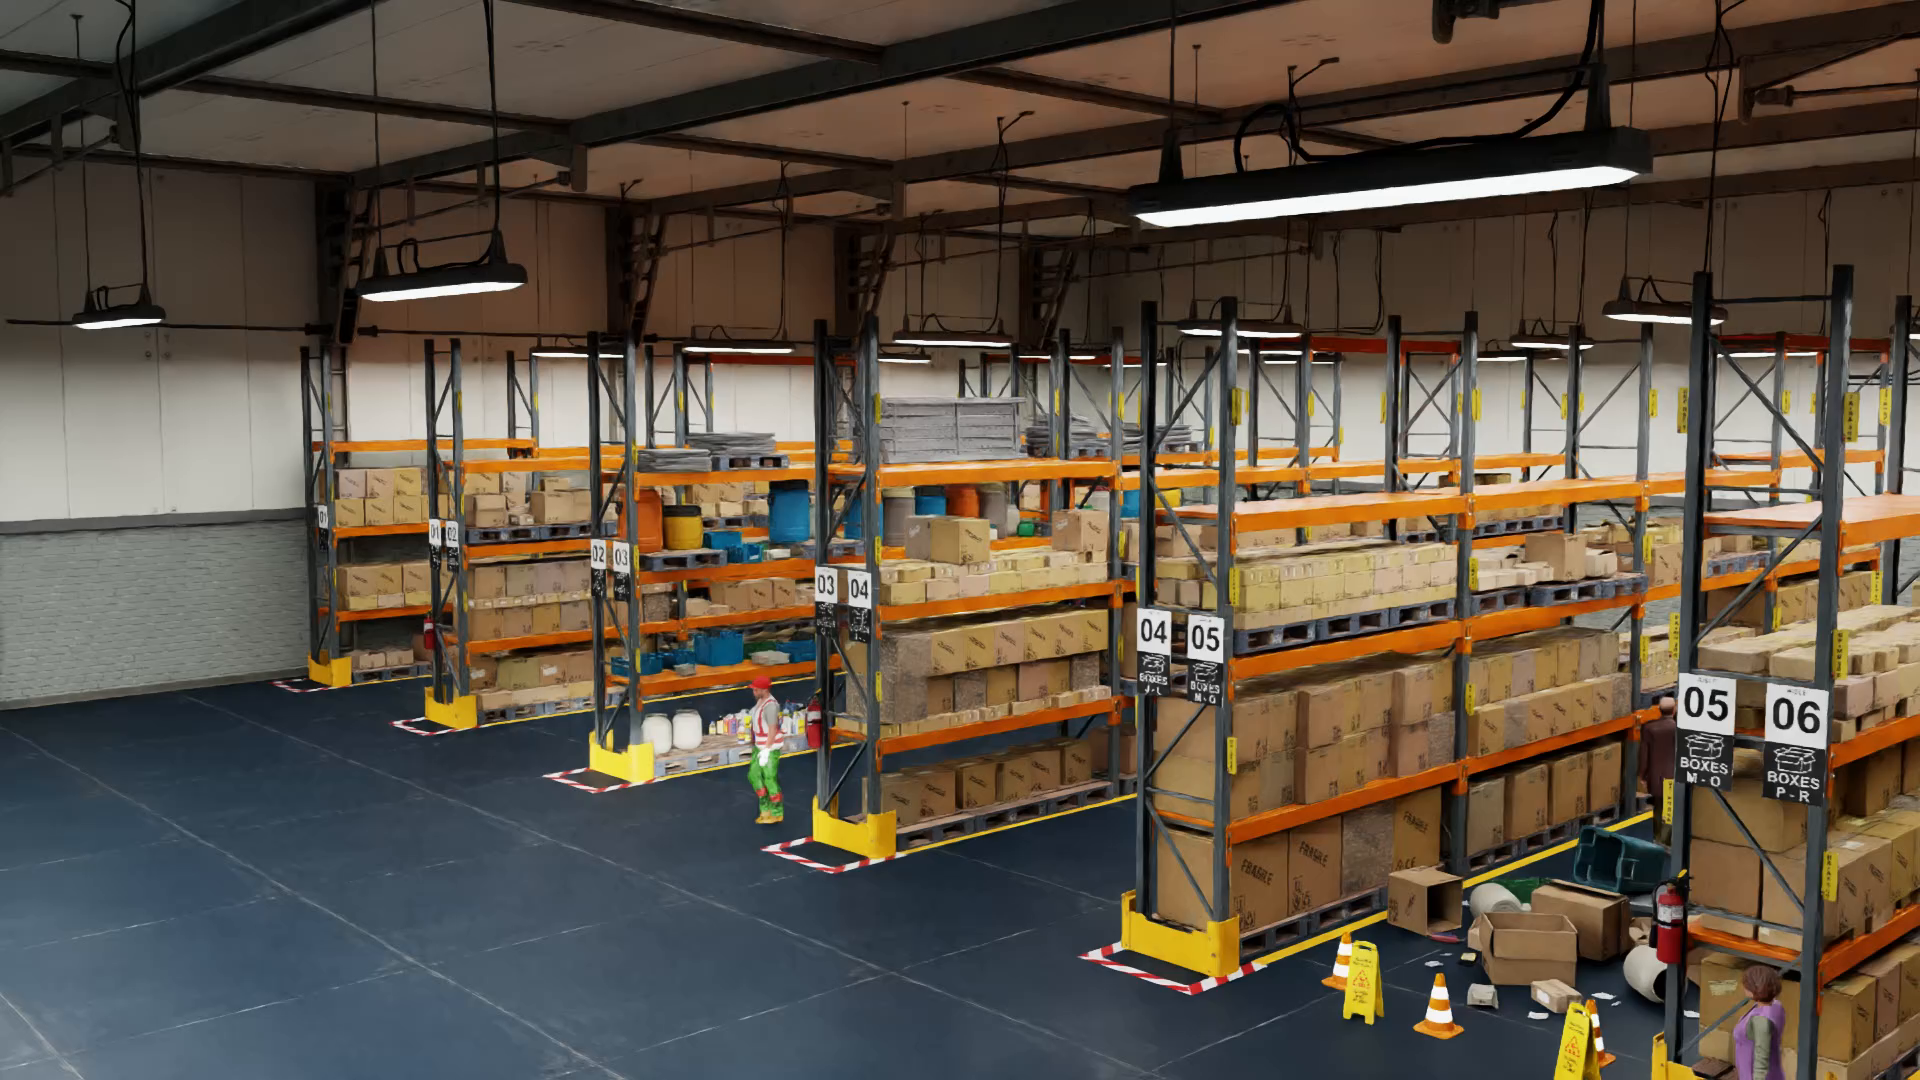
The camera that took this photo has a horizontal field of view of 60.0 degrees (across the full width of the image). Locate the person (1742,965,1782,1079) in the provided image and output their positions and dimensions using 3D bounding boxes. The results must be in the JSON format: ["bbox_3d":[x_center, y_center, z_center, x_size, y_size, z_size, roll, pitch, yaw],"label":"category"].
[{"bbox_3d":[5.095,3.450,10.425,0.692,1.580,0.438,2,6,26],"label":"person"}]

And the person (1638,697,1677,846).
[{"bbox_3d":[7.889,2.609,18.631,0.511,1.700,0.614,-5,7,-42],"label":"person"}]

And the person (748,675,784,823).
[{"bbox_3d":[-2.336,2.538,19.965,0.414,1.845,0.625,-2,5,-23],"label":"person"}]
